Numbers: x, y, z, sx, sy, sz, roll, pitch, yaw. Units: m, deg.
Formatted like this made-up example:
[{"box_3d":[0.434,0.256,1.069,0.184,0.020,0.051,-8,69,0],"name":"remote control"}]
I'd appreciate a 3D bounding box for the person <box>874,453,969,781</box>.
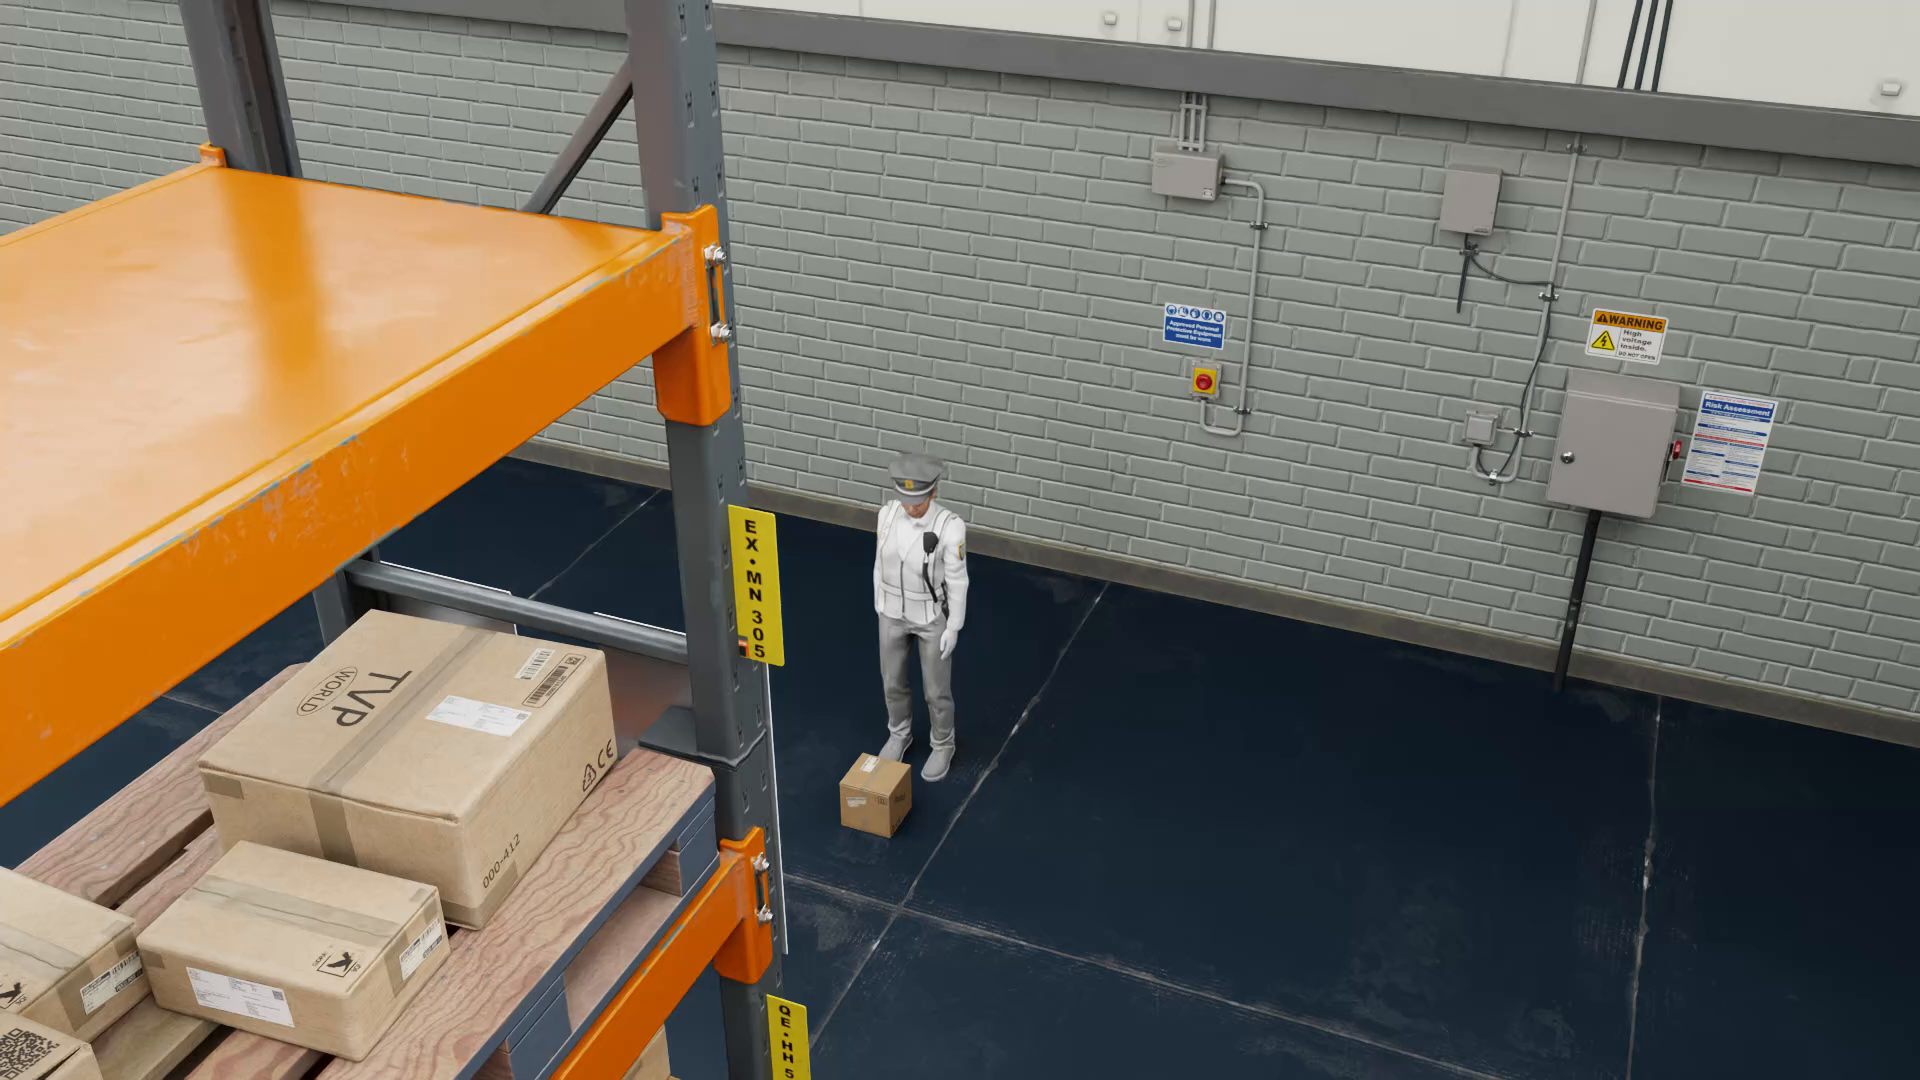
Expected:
[{"box_3d":[-0.189,0.374,7.758,0.471,1.653,0.326,12,32,20],"name":"person"}]
